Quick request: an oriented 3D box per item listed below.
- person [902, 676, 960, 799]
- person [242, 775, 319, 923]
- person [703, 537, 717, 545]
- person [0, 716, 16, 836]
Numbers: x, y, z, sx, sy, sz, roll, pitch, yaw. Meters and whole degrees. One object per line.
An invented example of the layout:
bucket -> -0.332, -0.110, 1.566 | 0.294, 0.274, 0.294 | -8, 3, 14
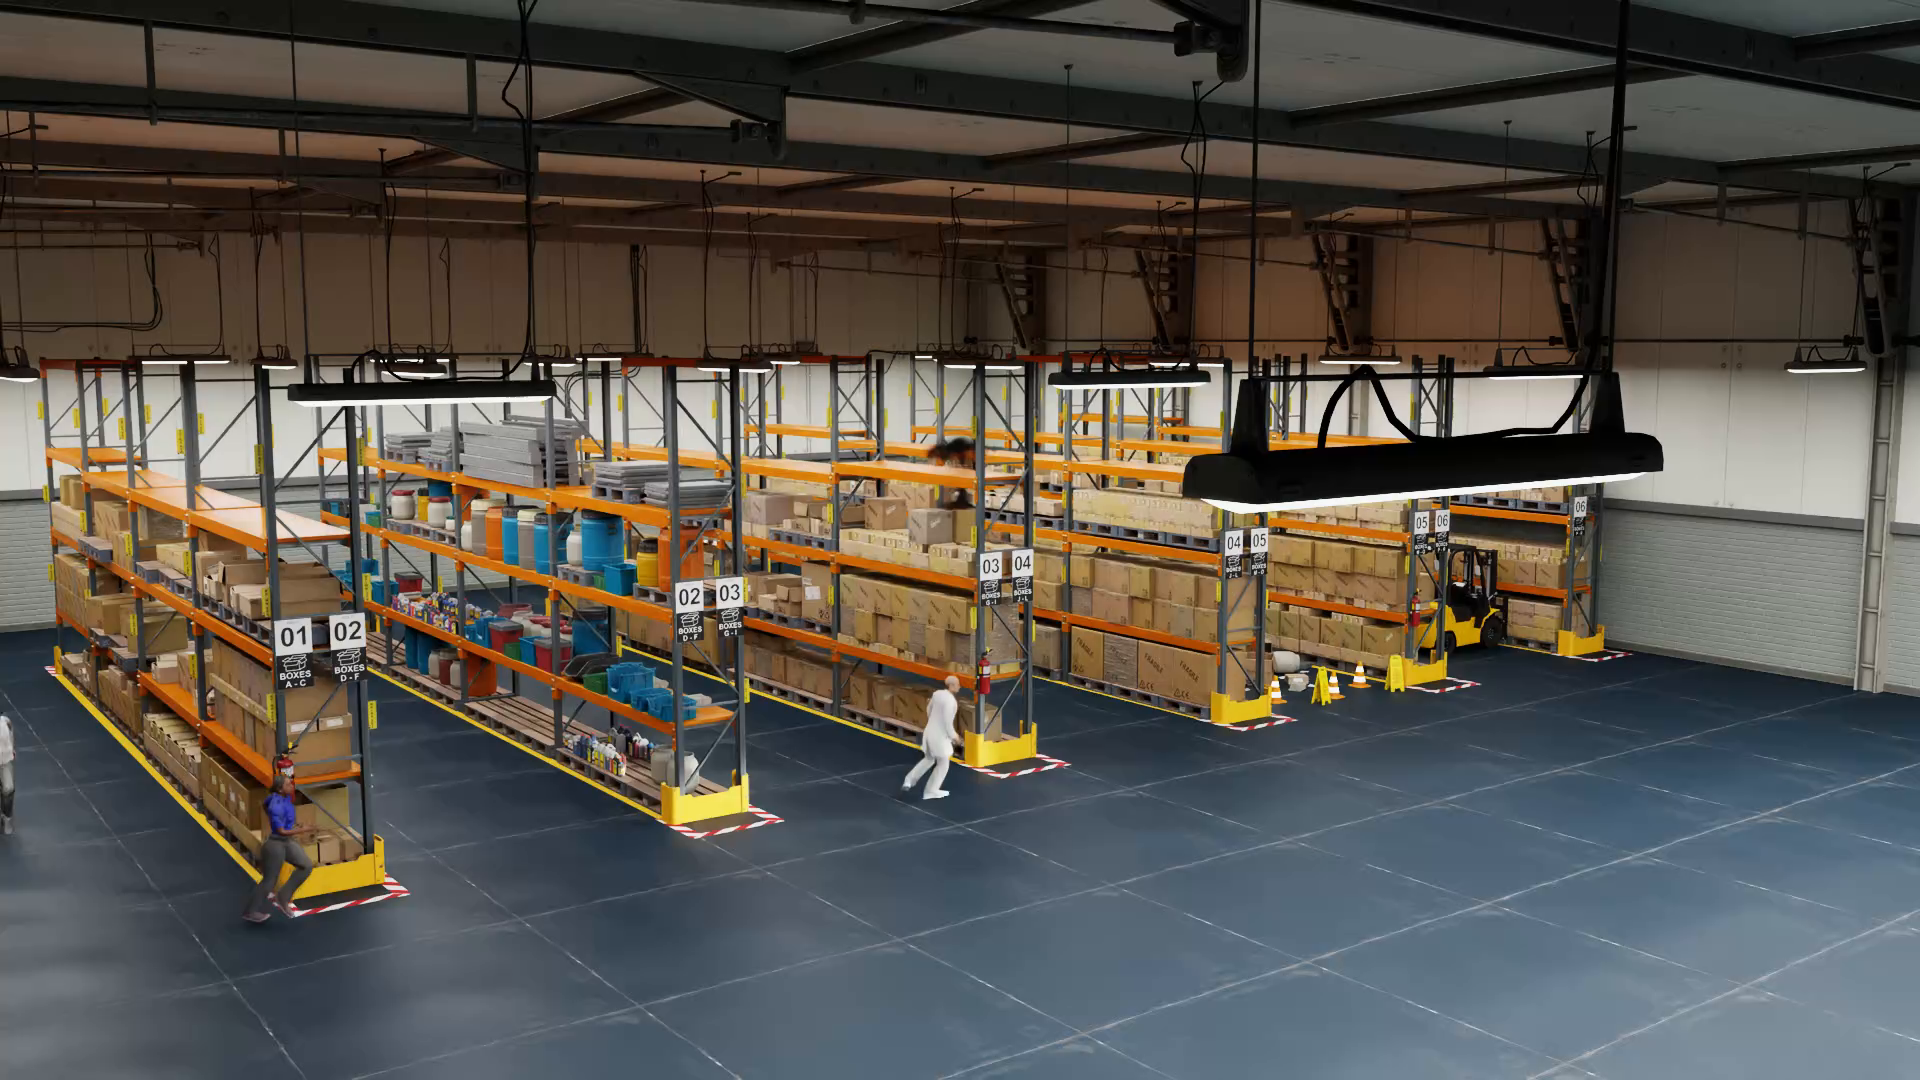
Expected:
person -> -0.392, 2.729, 22.980 | 0.782, 1.714, 0.726 | -3, 8, -26
person -> -7.405, 3.343, 18.140 | 0.825, 1.619, 0.578 | -1, 7, -6
person -> -6.085, 0.650, 40.249 | 0.706, 1.805, 0.843 | 0, 7, 1
person -> -12.429, 2.897, 21.378 | 0.600, 1.825, 0.833 | -6, 9, -41
